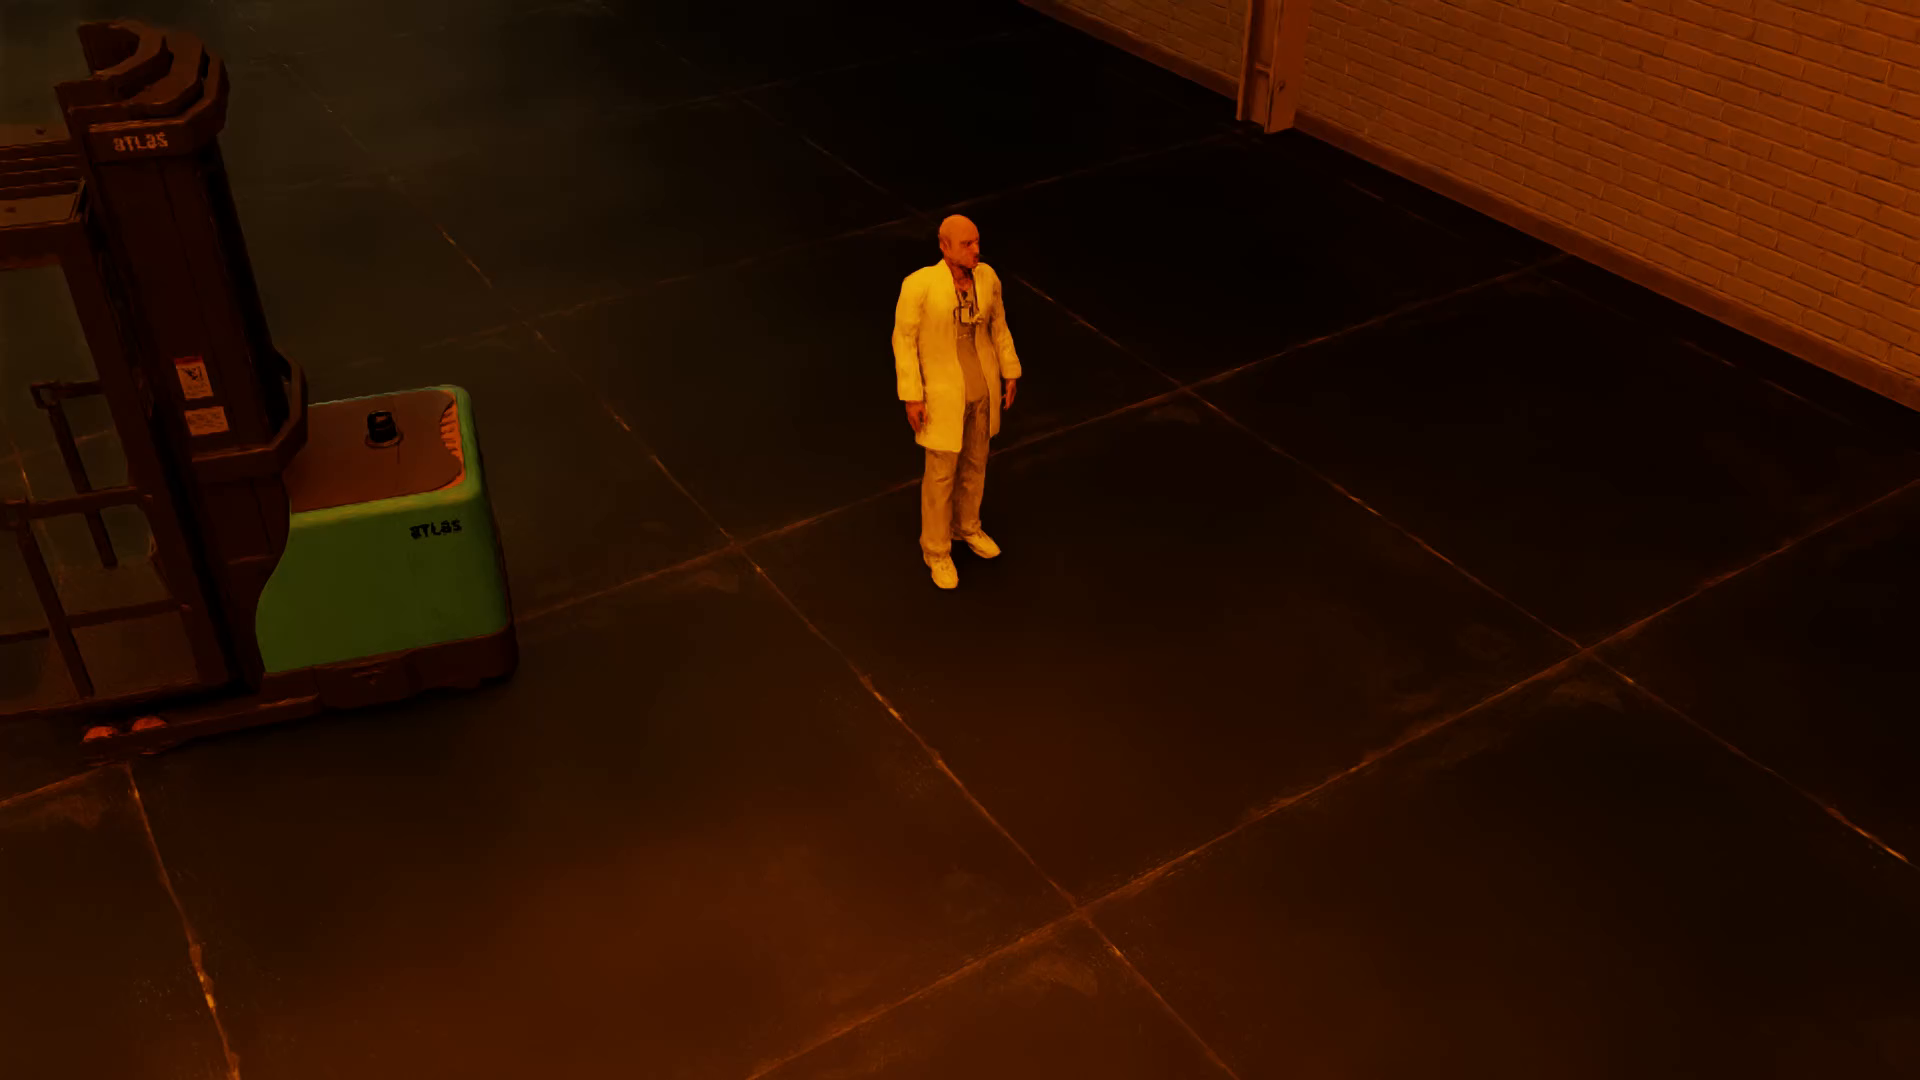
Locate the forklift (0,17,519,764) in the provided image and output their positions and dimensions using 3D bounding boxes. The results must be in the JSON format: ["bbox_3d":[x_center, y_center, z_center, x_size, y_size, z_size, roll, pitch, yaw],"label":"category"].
[{"bbox_3d":[-3.635,-0.559,6.944,3.031,2.935,1.130,-10,36,-14],"label":"forklift"}]

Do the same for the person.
[{"bbox_3d":[0.046,-0.688,8.117,0.694,1.776,0.579,-21,40,-27],"label":"person"}]
